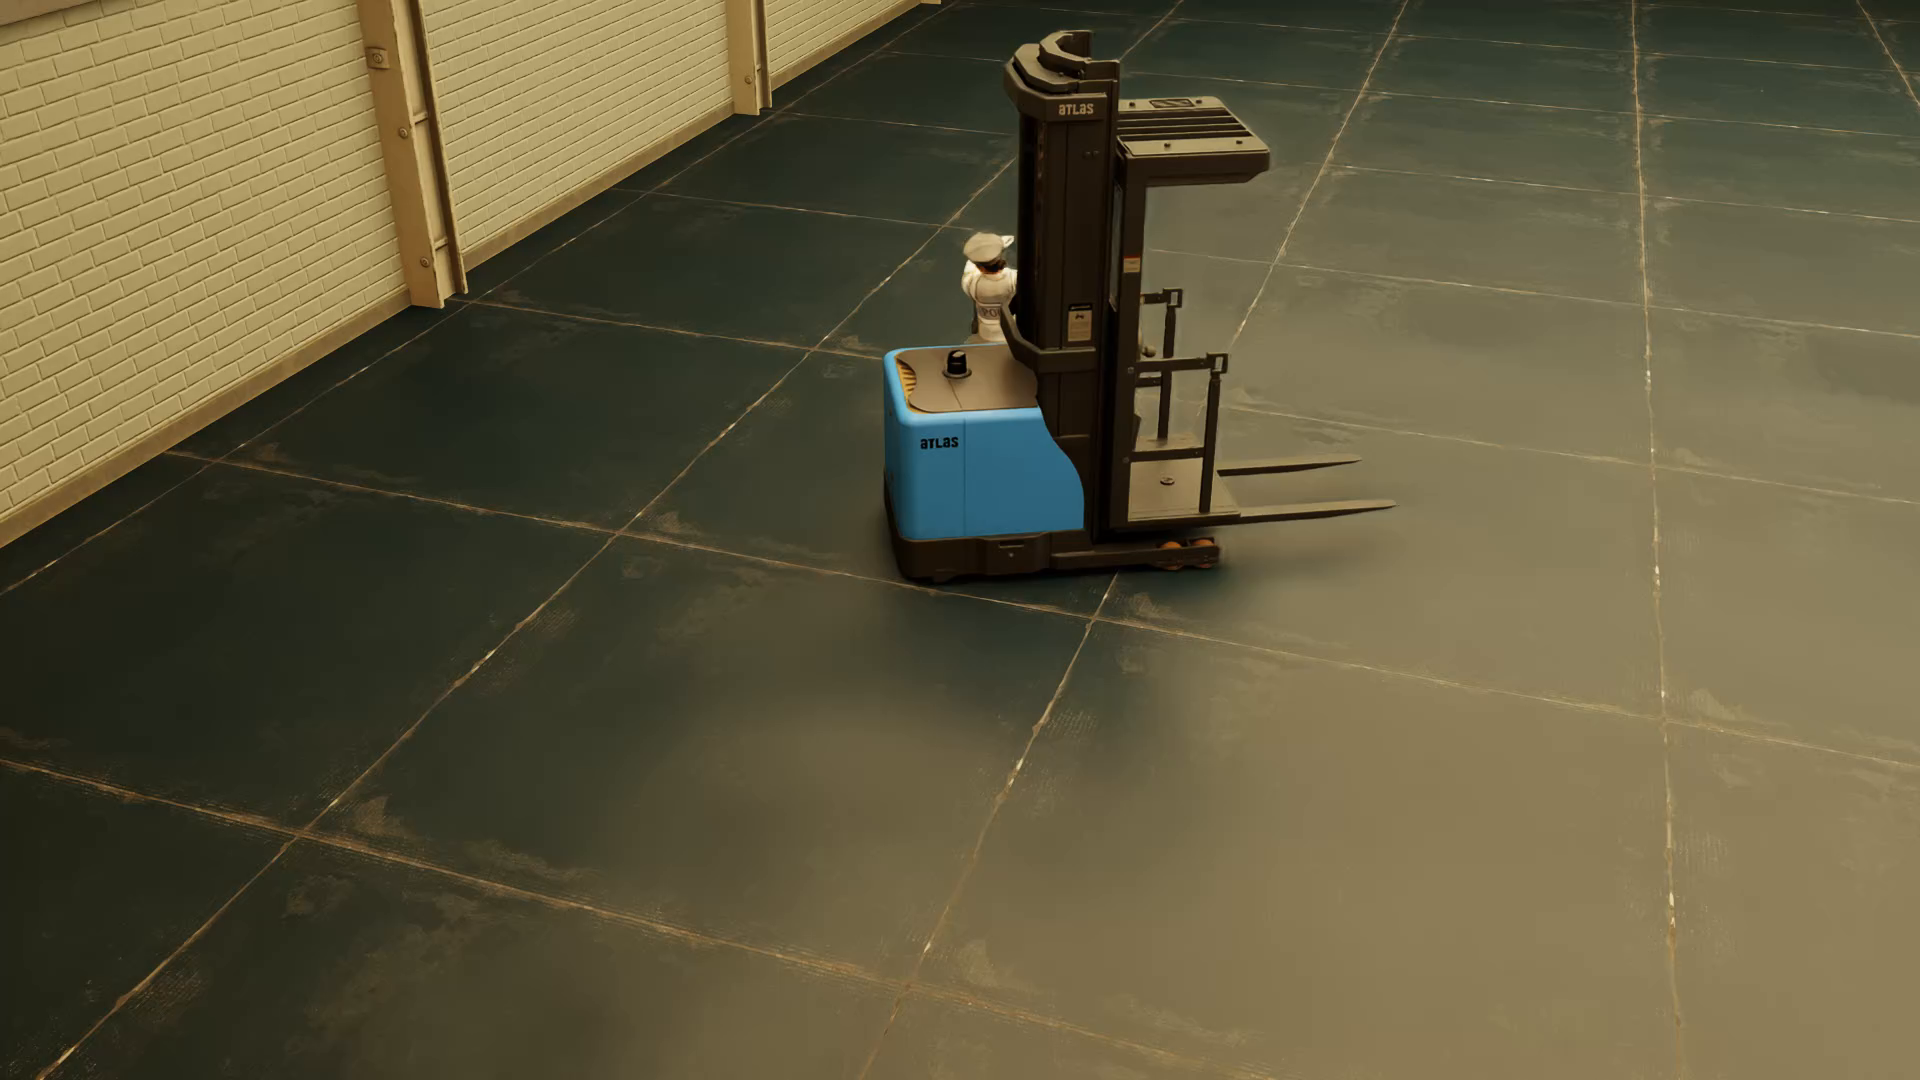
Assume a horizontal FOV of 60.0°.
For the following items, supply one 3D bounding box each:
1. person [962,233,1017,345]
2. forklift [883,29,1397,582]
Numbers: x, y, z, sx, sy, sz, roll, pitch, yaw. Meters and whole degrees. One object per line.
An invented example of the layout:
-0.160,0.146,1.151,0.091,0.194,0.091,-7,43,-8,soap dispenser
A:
0.367,-1.381,10.965,0.871,1.463,0.778,-6,30,-11,person
1.087,-1.349,9.503,3.031,2.935,1.130,-4,30,-7,forklift
